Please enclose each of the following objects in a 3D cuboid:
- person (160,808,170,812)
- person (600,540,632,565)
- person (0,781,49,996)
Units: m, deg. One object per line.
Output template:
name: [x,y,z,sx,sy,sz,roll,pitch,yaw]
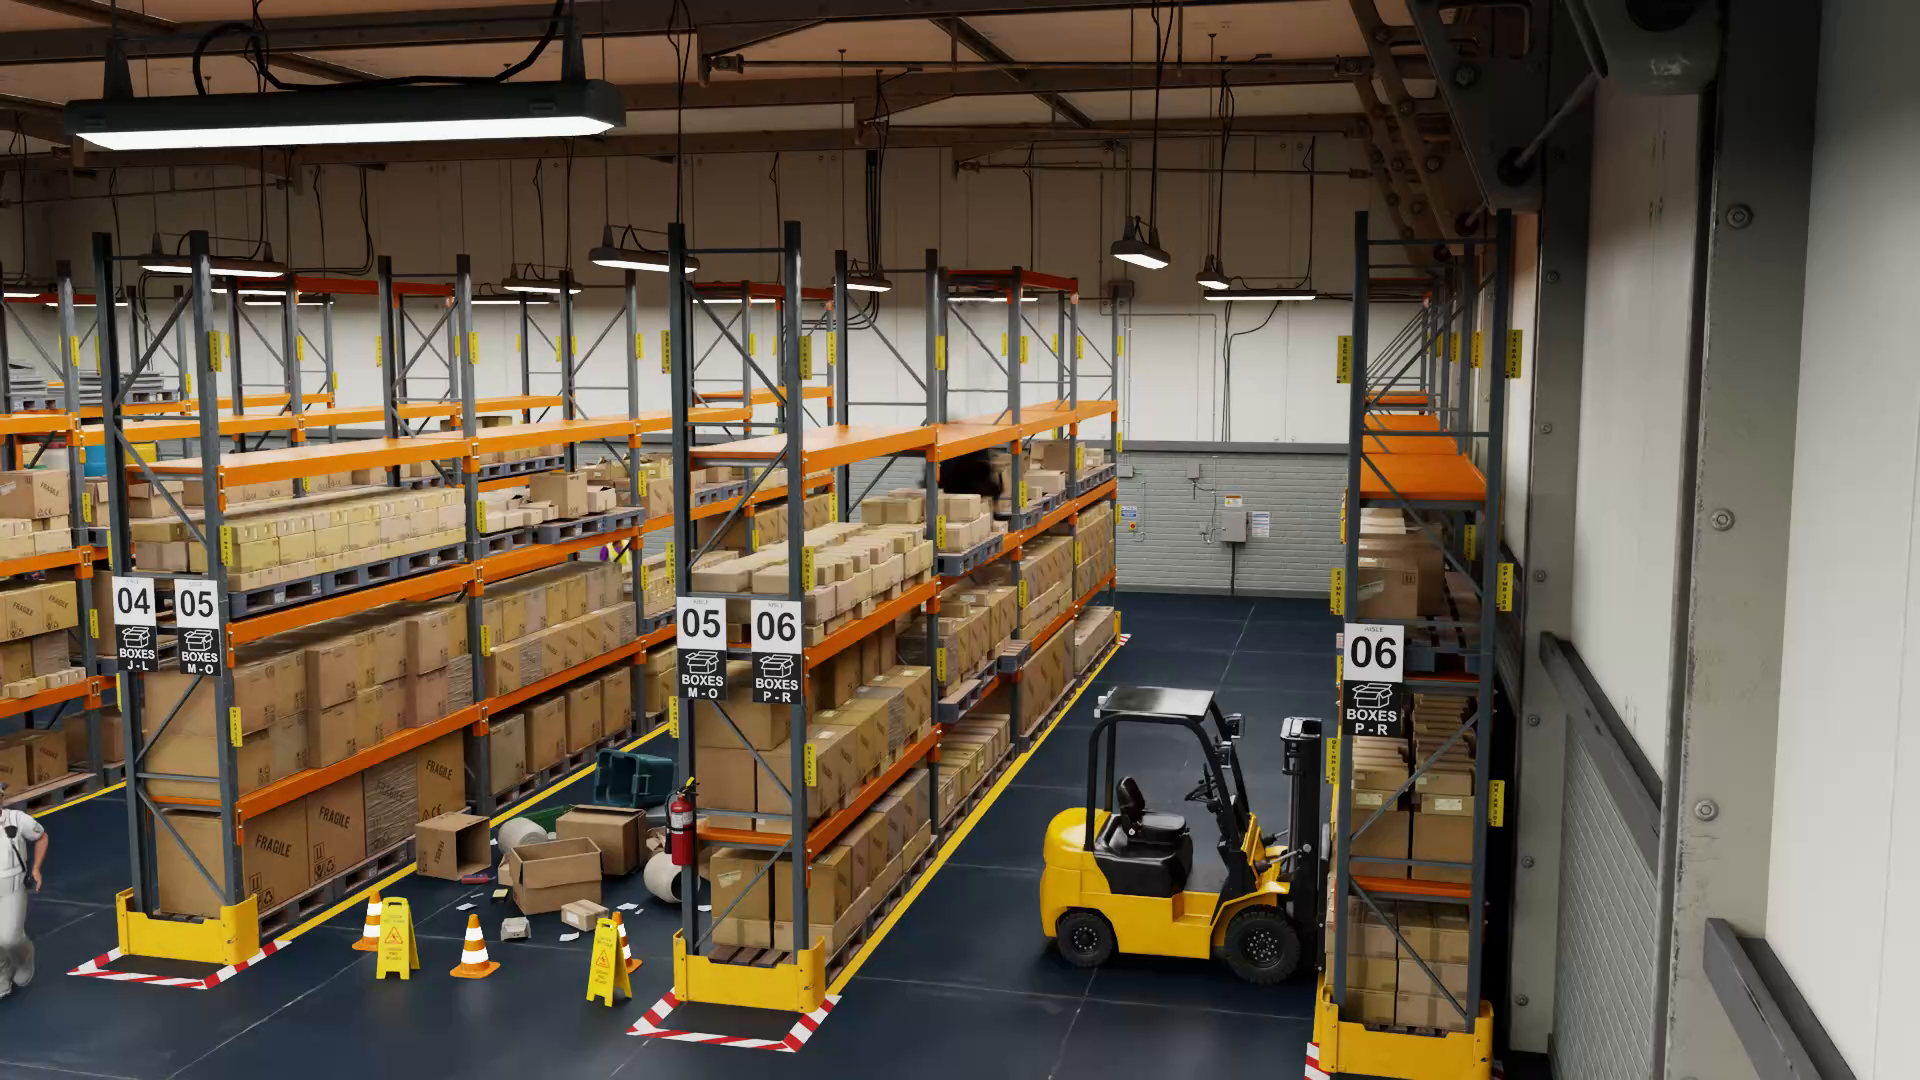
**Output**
person: [-7.739,2.356,16.219,0.587,1.655,0.631,0,7,3]
person: [-6.136,0.648,30.032,0.692,1.796,0.746,0,7,-2]
person: [-7.500,2.723,12.962,0.651,1.743,0.607,-2,7,-18]
